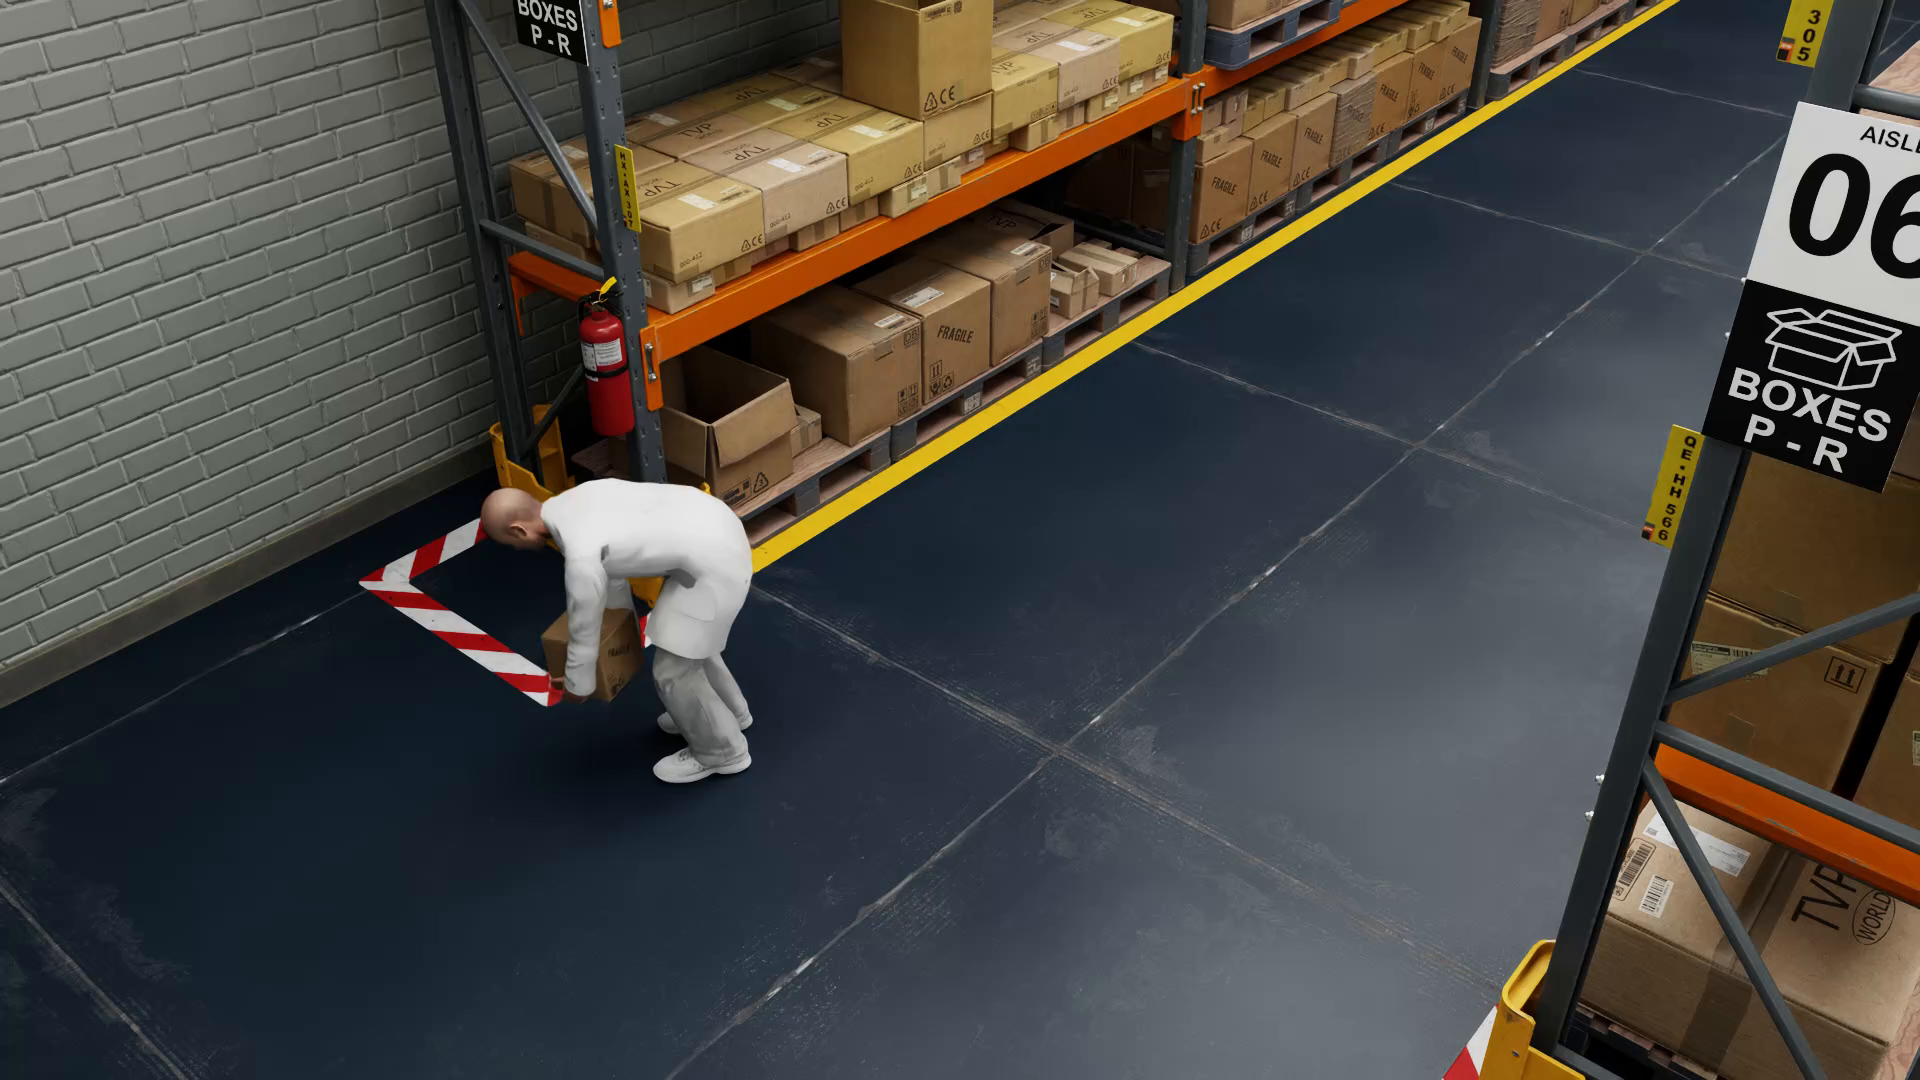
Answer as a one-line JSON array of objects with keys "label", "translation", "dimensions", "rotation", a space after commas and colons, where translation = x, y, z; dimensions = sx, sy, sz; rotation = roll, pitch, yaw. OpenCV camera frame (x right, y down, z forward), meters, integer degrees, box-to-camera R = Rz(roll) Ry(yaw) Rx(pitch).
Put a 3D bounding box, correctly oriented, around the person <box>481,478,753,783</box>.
[{"label": "person", "translation": [-1.217, 0.322, 6.159], "dimensions": [0.931, 1.249, 0.560], "rotation": [-5, 35, -7]}]
